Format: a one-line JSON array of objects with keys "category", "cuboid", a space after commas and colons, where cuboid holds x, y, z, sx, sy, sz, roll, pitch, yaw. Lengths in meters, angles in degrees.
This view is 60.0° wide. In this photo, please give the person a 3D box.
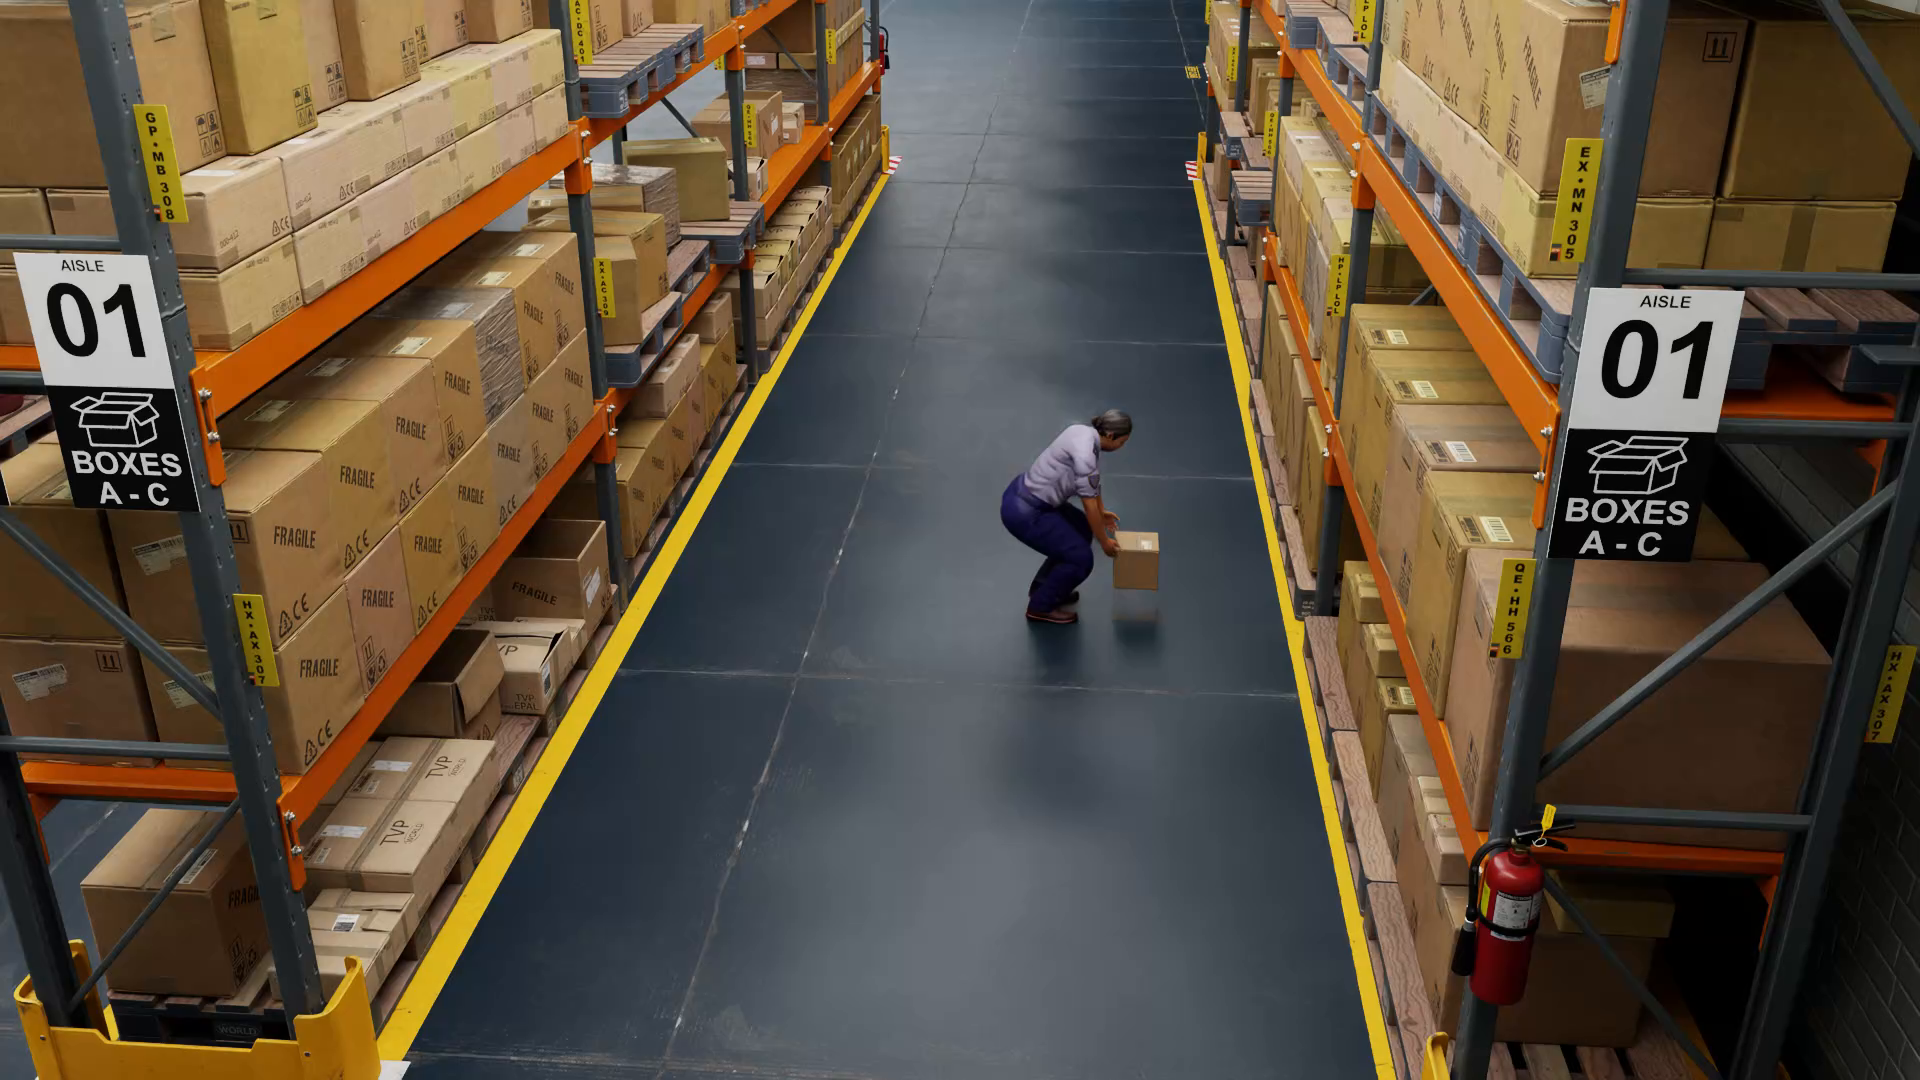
[{"category": "person", "cuboid": [0.597, -0.162, 9.500, 0.727, 1.217, 0.540, 2, 25, 4]}]
